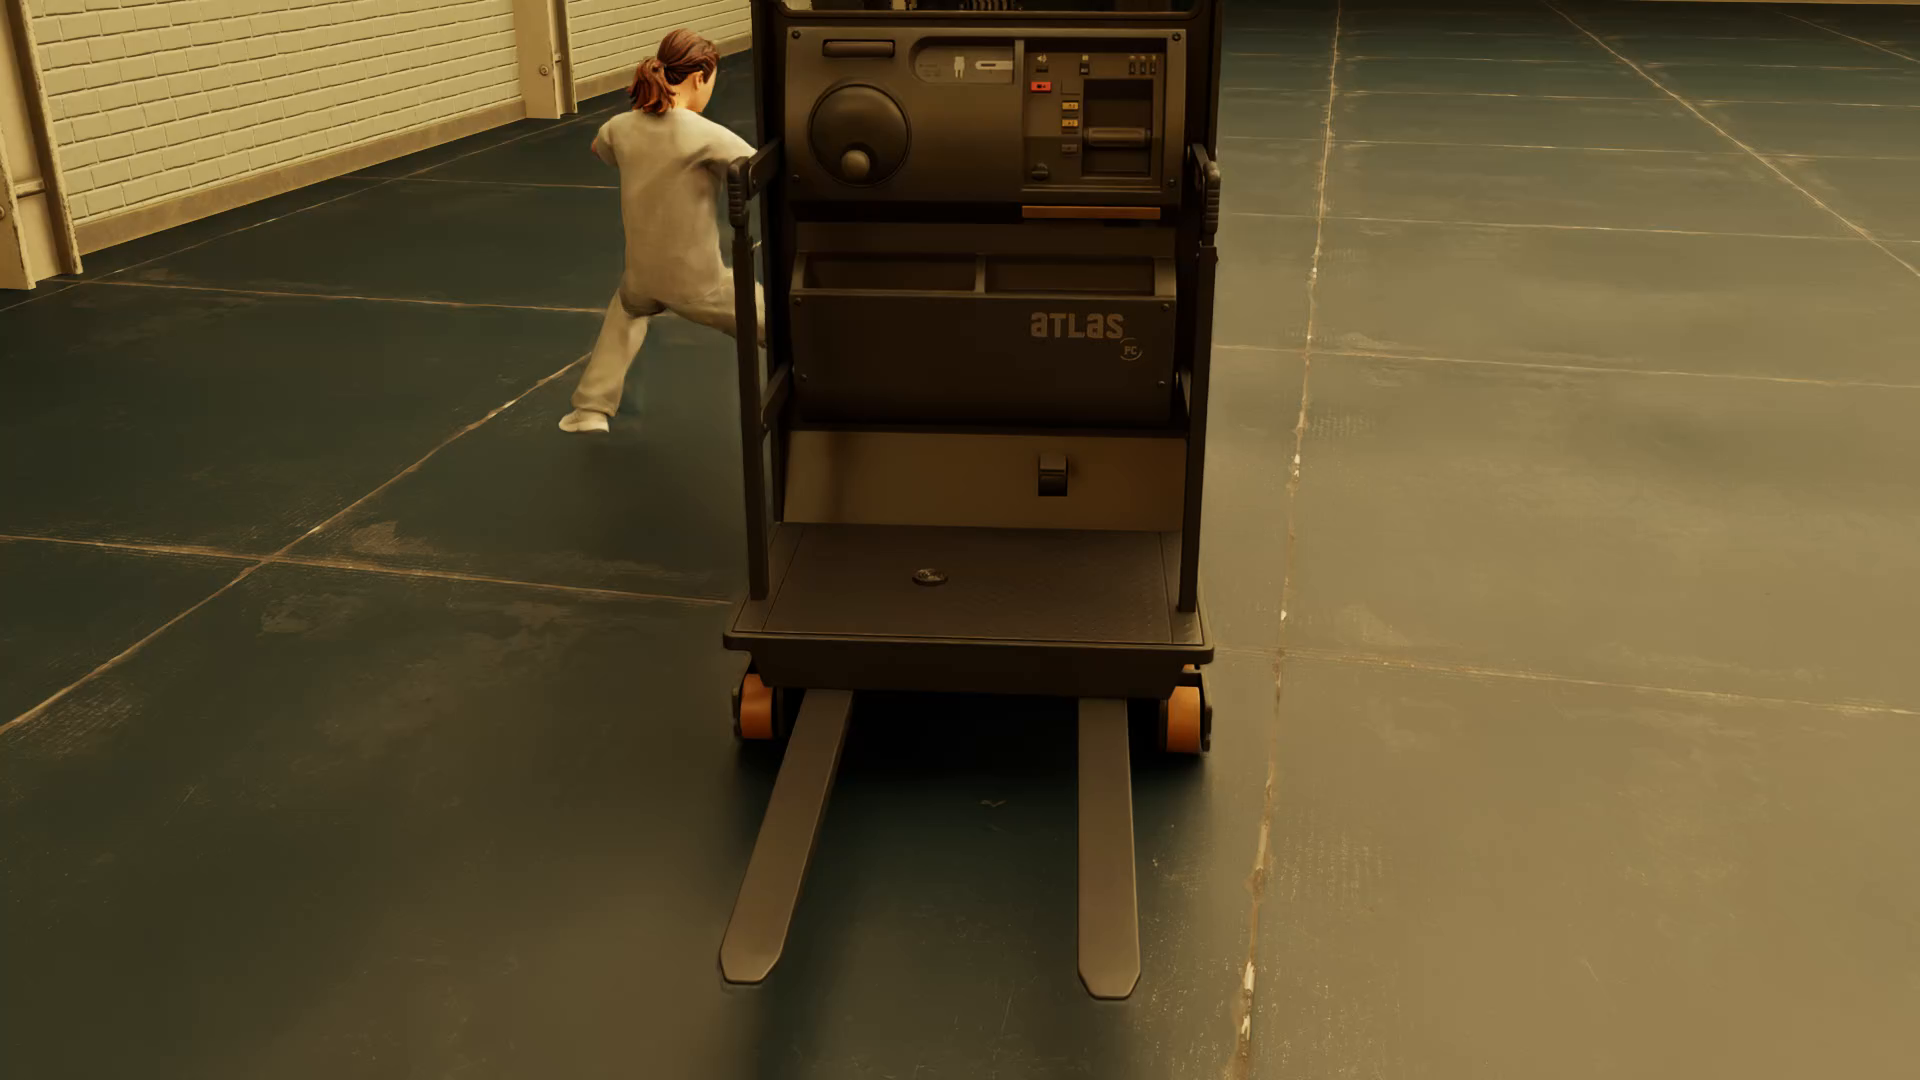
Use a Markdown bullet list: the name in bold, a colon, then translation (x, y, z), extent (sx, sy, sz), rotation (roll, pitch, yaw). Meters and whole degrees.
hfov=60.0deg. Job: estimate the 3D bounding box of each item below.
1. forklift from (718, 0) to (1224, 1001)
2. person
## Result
- **forklift**: translation (0.044, -0.980, 3.670), extent (1.130, 2.935, 3.031), rotation (1, 22, 4)
- **person**: translation (-0.871, -0.956, 5.571), extent (1.158, 1.465, 0.620), rotation (13, 25, 28)
